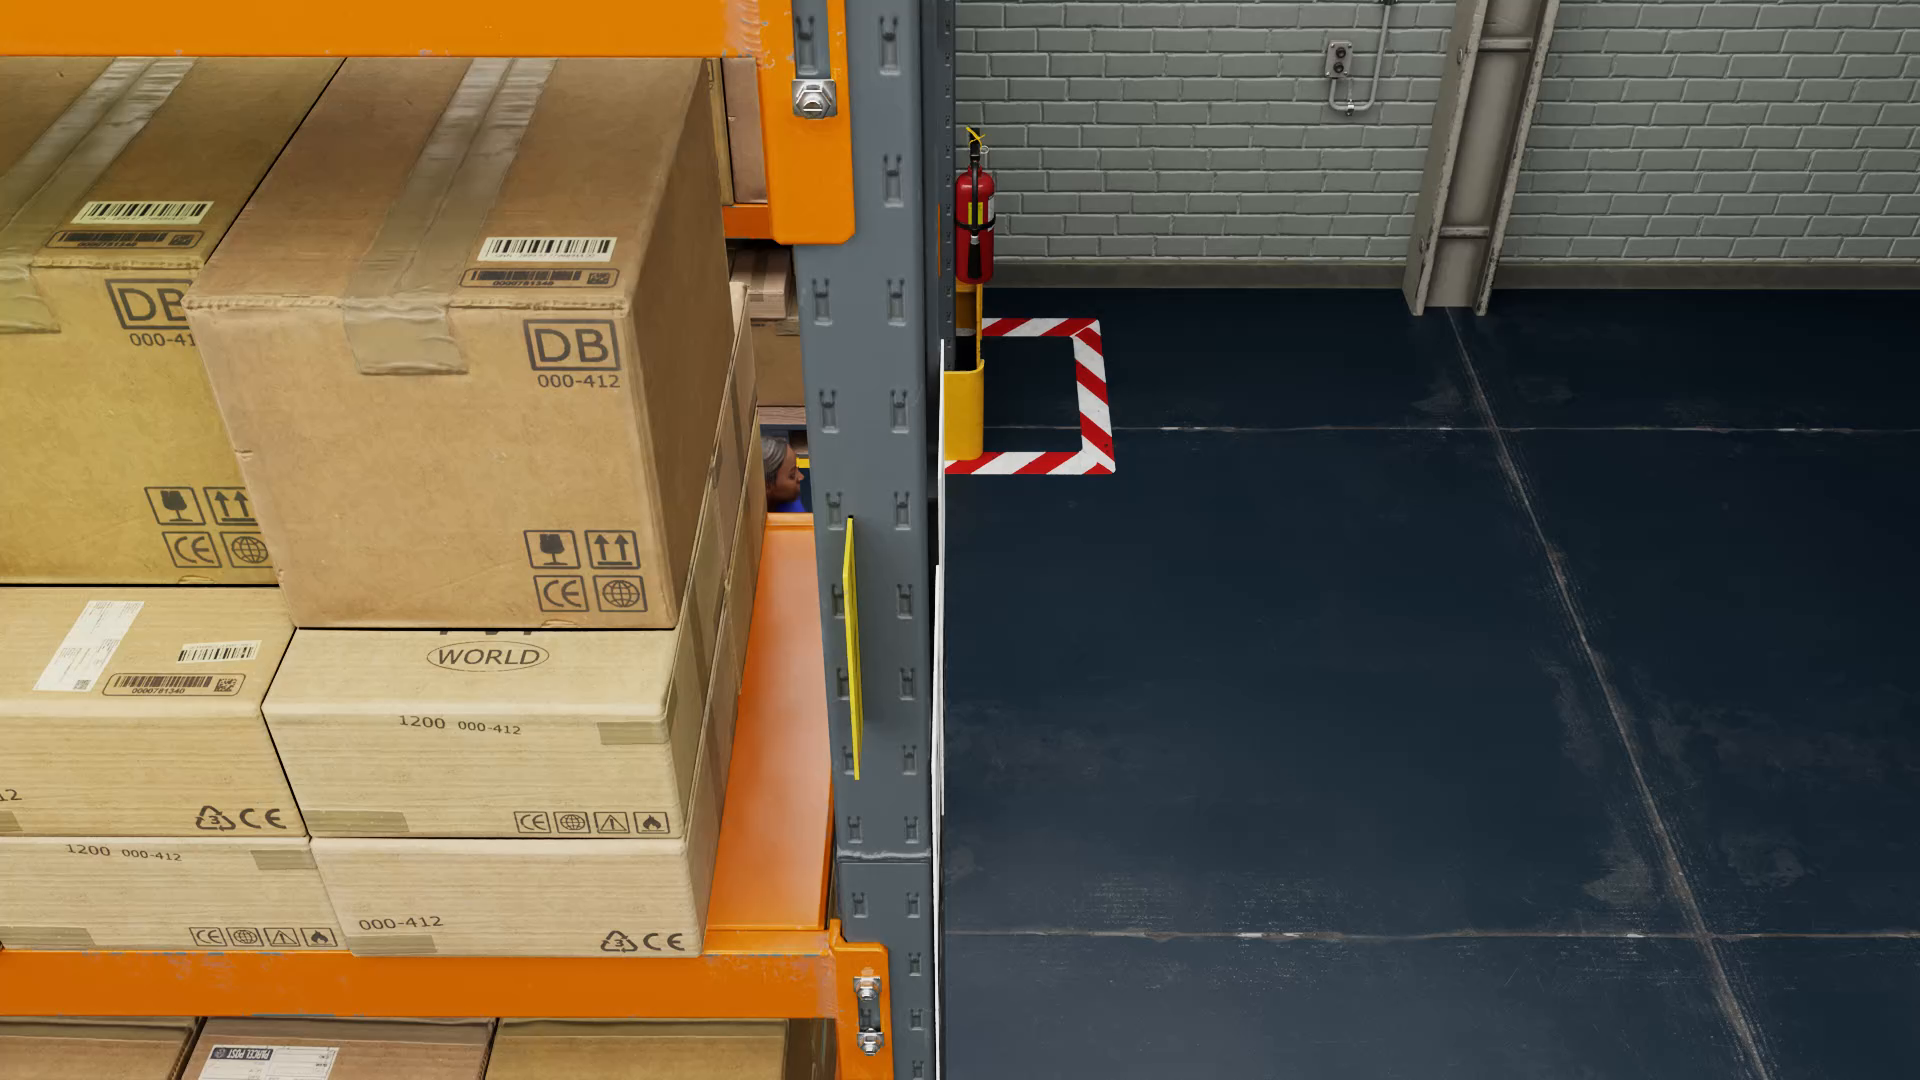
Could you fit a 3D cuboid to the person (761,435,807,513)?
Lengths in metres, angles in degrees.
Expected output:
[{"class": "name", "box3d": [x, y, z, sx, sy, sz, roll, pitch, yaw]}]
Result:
[{"class": "person", "box3d": [-0.584, 0.351, 5.701, 0.402, 1.667, 0.531, 10, 41, 12]}]
